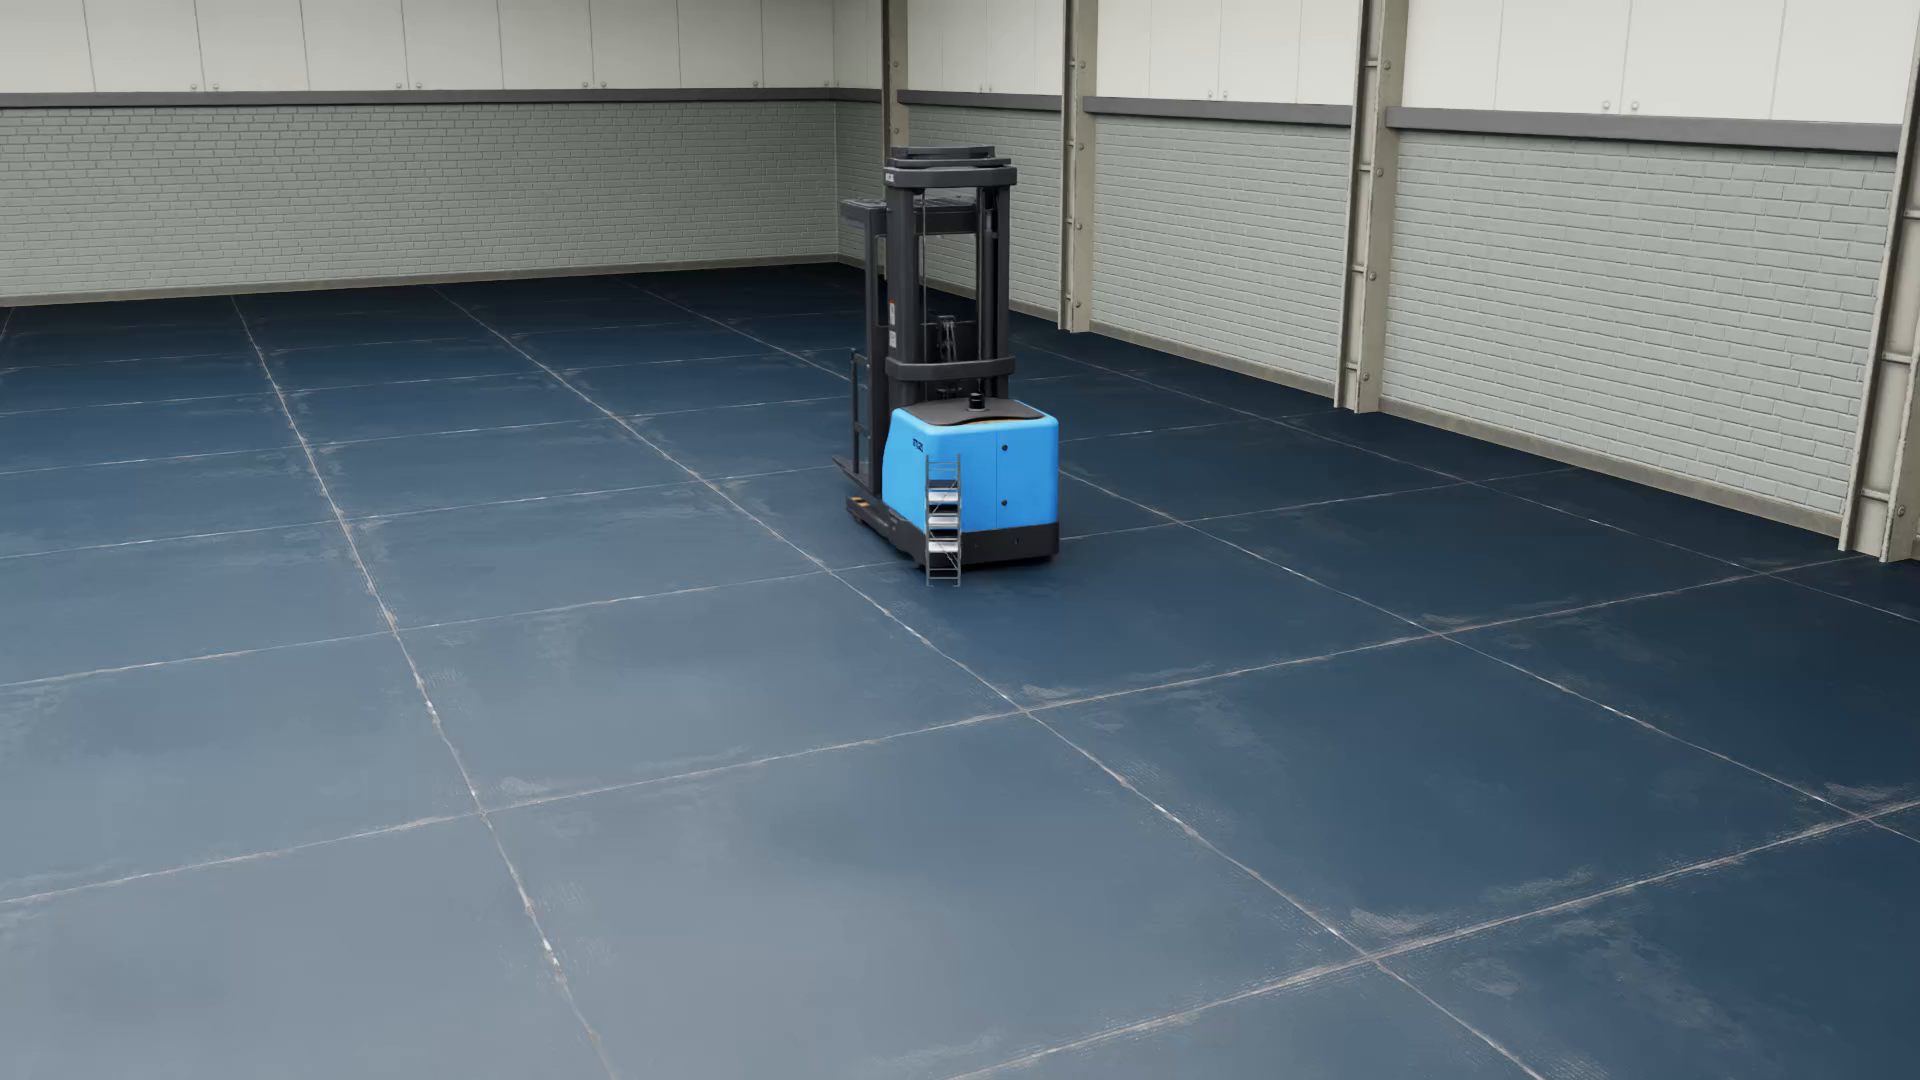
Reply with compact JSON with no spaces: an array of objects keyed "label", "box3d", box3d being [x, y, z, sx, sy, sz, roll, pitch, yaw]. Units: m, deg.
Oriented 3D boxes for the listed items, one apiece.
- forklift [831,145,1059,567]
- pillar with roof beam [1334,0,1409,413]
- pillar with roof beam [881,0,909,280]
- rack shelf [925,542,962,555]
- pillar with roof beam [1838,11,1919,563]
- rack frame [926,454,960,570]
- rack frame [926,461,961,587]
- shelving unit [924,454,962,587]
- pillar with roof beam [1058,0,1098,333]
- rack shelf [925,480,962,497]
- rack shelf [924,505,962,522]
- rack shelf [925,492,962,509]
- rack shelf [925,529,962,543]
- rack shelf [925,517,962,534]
[{"label":"forklift","box3d":[-0.275,-1.577,12.933,1.130,2.935,3.031,-6,17,-20]},{"label":"pillar with roof beam","box3d":[0.328,-5.194,14.535,9.100,9.000,0.400,-8,18,-25]},{"label":"pillar with roof beam","box3d":[-4.929,-8.169,24.904,9.100,9.000,0.400,-8,18,-25]},{"label":"rack shelf","box3d":[-0.117,0.070,11.650,0.258,0.077,0.200,0,16,0]},{"label":"pillar with roof beam","box3d":[2.957,-3.706,9.351,9.100,9.000,0.400,-8,18,-25]},{"label":"rack frame","box3d":[-0.117,-0.163,11.688,0.240,0.900,0.006,0,16,0]},{"label":"rack frame","box3d":[-0.116,-0.107,11.493,0.240,0.900,0.006,0,16,0]},{"label":"shelving unit","box3d":[-0.117,-0.135,11.591,0.258,0.900,0.210,0,16,0]},{"label":"pillar with roof beam","box3d":[-2.300,-6.682,19.720,9.100,9.000,0.400,-8,18,-25]},{"label":"rack shelf","box3d":[-0.116,-0.363,11.525,0.258,0.077,0.200,0,16,0]},{"label":"rack shelf","box3d":[-0.116,-0.190,11.575,0.258,0.077,0.200,0,16,0]},{"label":"rack shelf","box3d":[-0.116,-0.276,11.550,0.258,0.077,0.200,0,16,0]},{"label":"rack shelf","box3d":[-0.117,-0.017,11.625,0.258,0.077,0.200,0,16,0]},{"label":"rack shelf","box3d":[-0.117,-0.103,11.600,0.258,0.077,0.200,0,16,0]}]
